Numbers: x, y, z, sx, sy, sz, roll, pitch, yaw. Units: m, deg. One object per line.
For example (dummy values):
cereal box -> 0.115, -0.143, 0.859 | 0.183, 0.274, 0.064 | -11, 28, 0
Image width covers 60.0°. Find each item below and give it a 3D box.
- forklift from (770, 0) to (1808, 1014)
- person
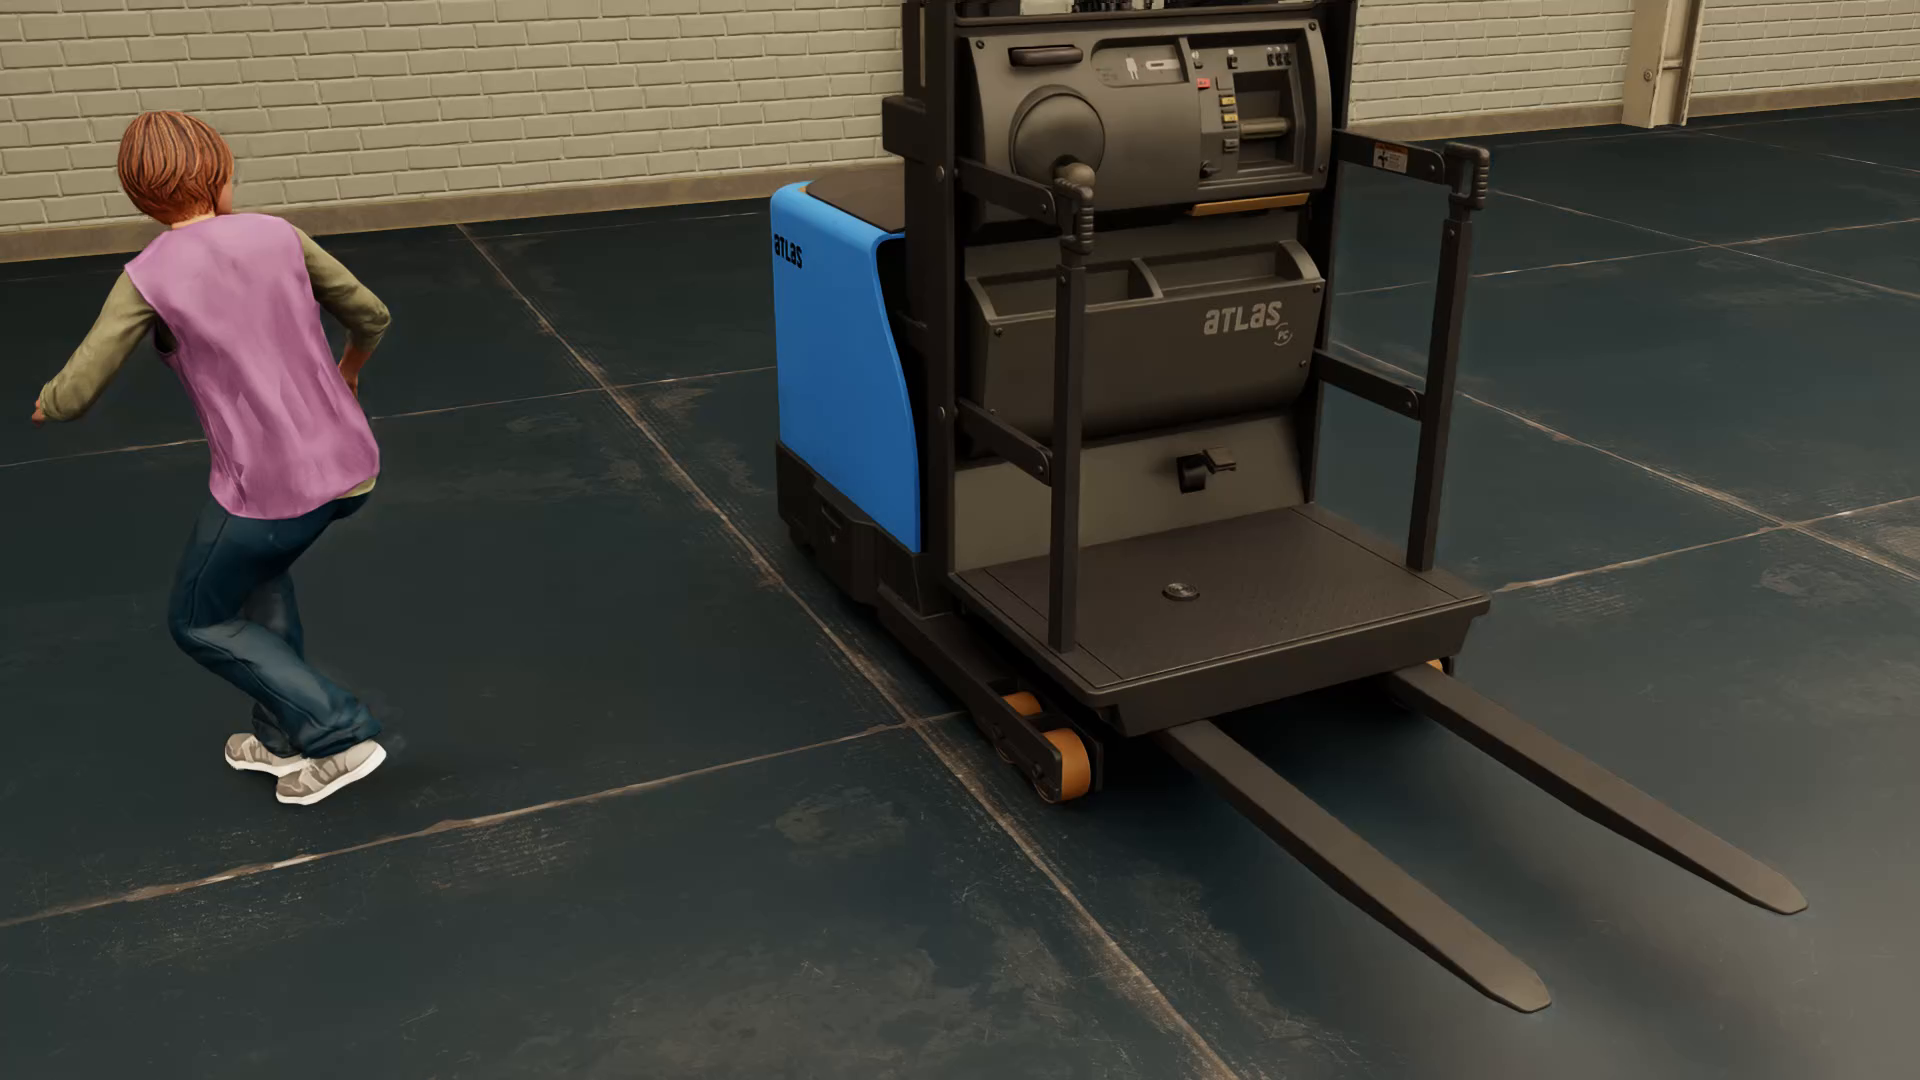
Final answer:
forklift -> 0.545, -0.961, 3.600 | 1.130, 2.935, 3.031 | -11, 25, -24
person -> -1.547, -0.160, 3.562 | 0.706, 1.490, 0.711 | 12, 25, 26
